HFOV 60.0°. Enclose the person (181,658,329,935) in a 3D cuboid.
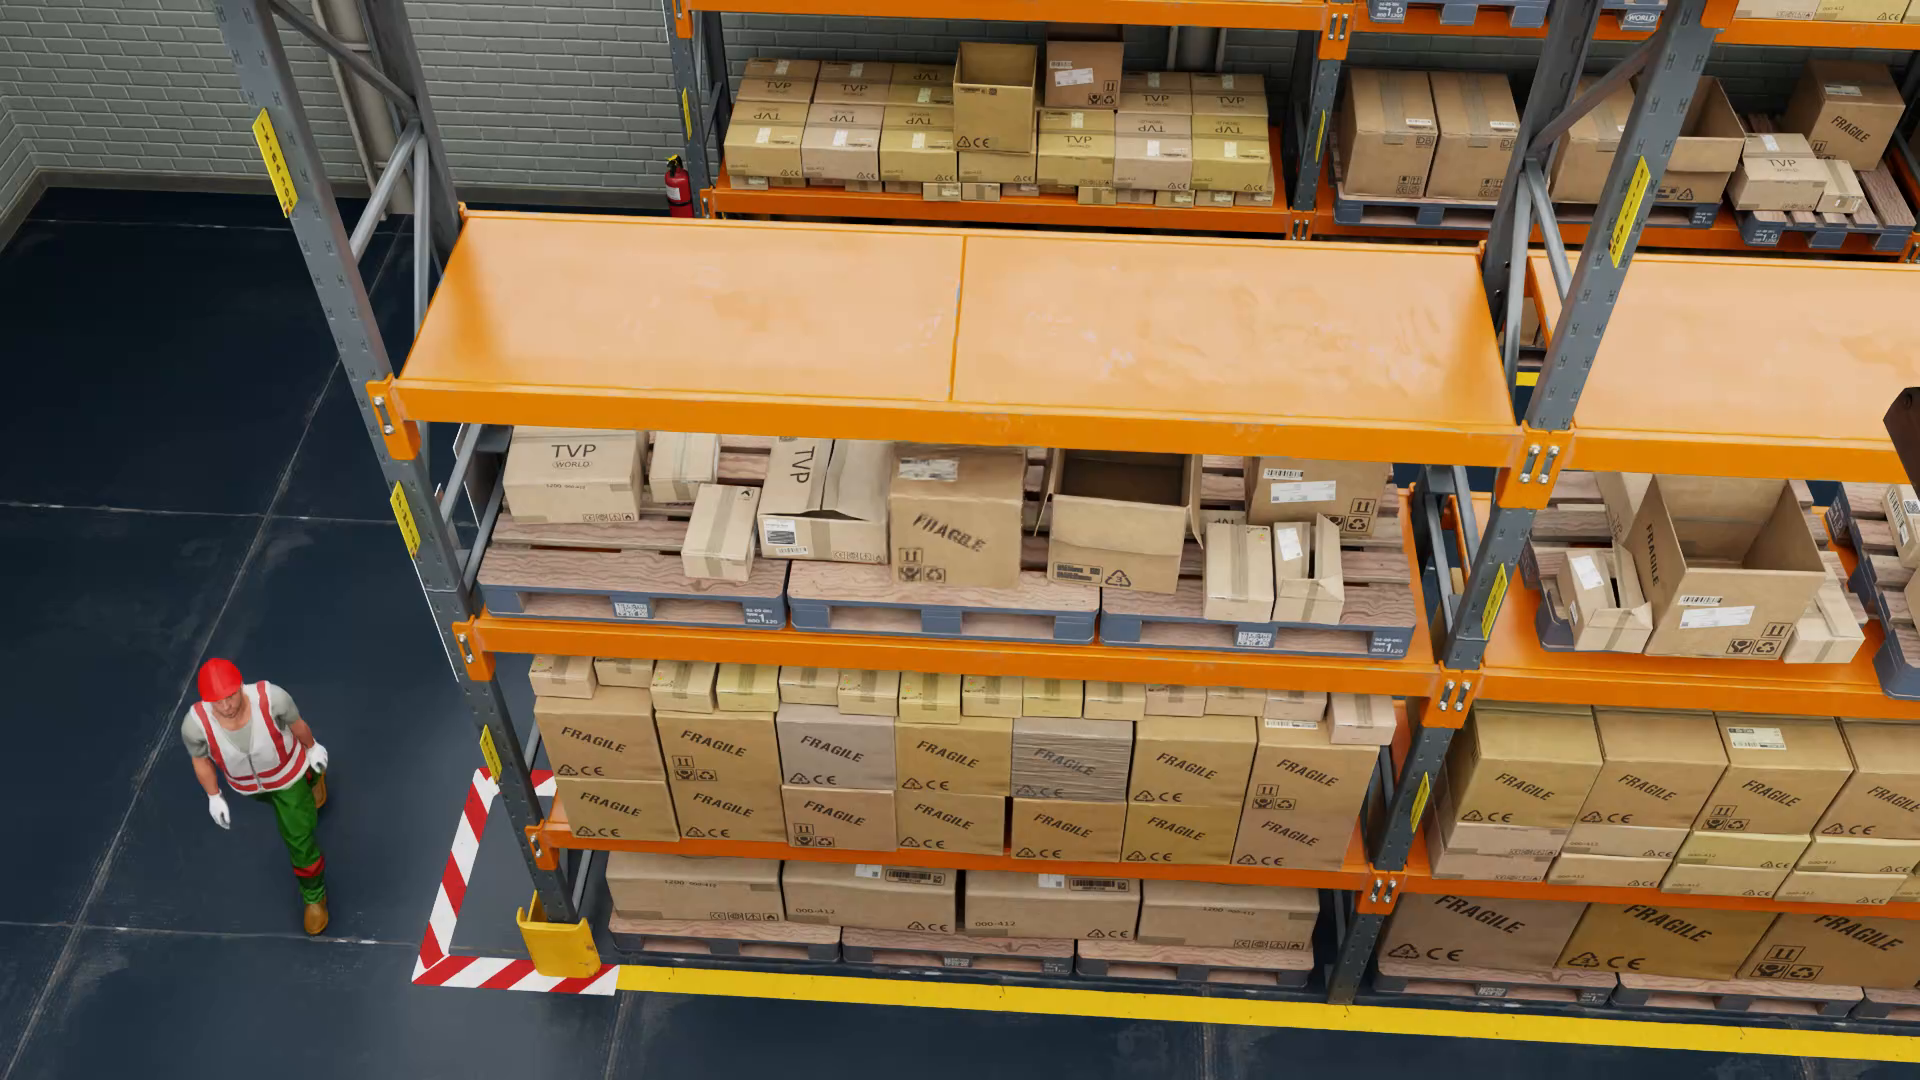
[{"bbox_3d":[-3.556,1.162,8.510,0.533,1.751,1.046,-4,48,-4],"label":"person"}]
